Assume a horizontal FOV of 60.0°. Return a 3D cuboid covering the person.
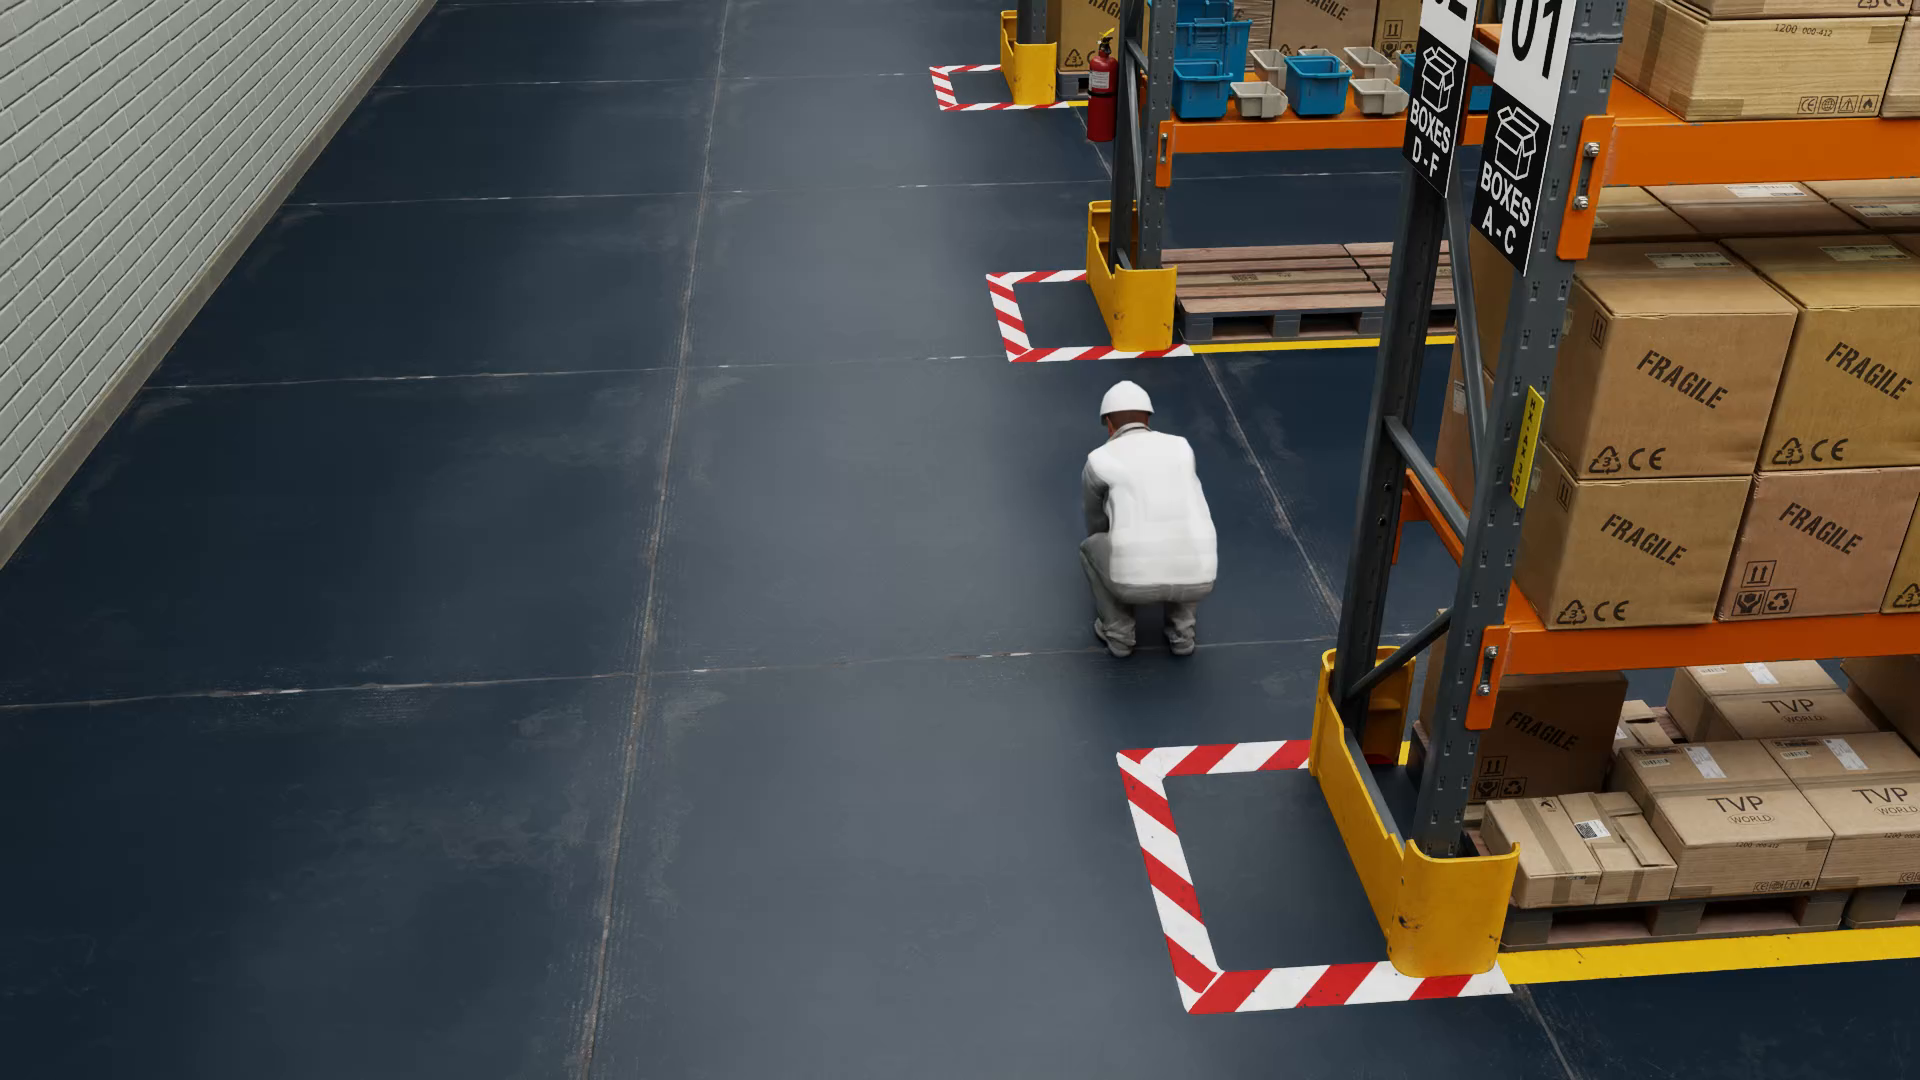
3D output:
[{"bbox_3d":[0.777,-0.078,6.996,0.520,1.010,0.886,-3,31,-5],"label":"person"}]
